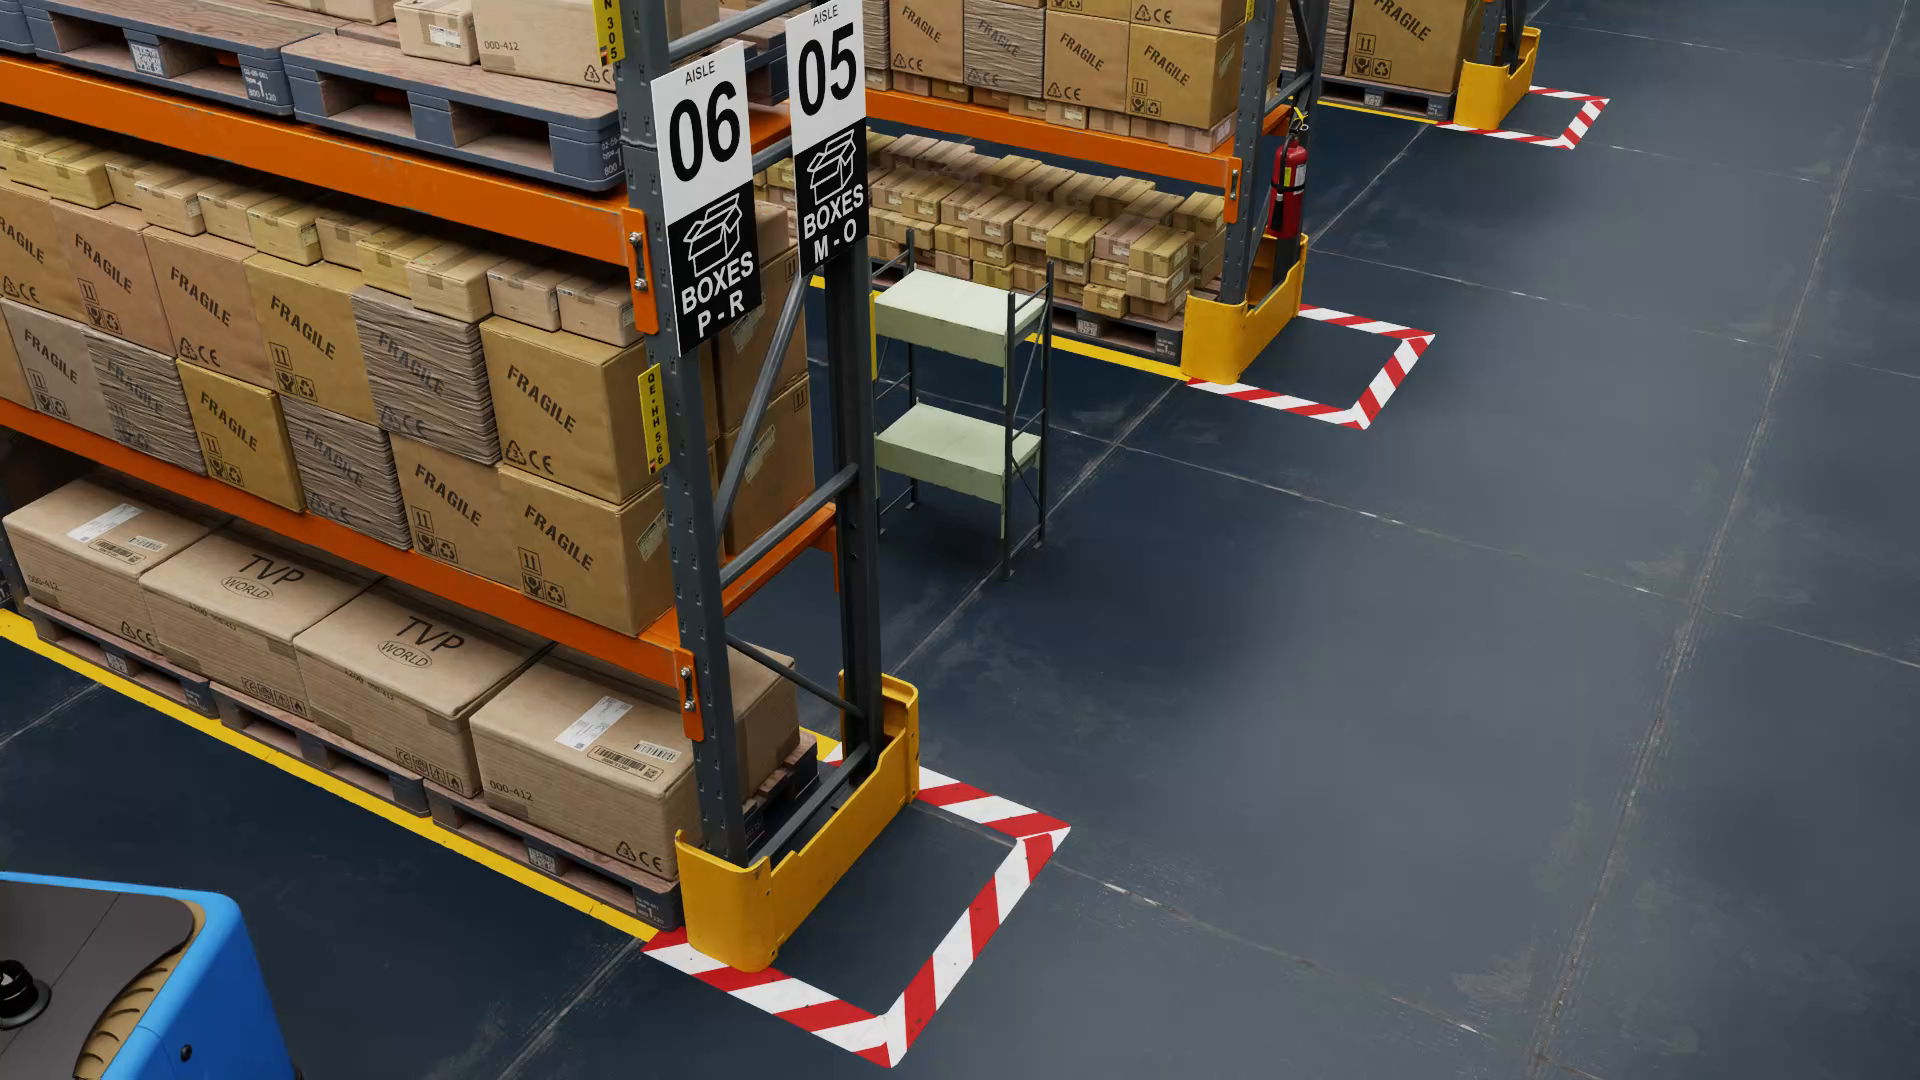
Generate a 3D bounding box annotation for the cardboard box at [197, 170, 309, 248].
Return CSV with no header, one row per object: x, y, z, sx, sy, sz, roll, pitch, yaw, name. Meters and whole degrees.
-2.364,-1.161,5.709,0.250,0.149,0.380,19,38,26,cardboard box

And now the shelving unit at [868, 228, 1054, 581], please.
-0.006,-0.626,7.837,0.755,1.500,0.431,18,37,24,shelving unit

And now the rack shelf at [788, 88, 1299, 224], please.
0.033,-2.685,10.225,4.000,0.370,1.077,18,37,24,rack shelf

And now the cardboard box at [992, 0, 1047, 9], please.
0.353,-3.301,9.240,0.500,0.500,0.500,20,38,27,cardboard box

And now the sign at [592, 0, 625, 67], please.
-0.881,-1.352,4.140,0.005,0.325,0.100,18,37,24,sign

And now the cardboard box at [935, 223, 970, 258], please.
0.048,-1.912,10.340,0.250,0.149,0.380,20,38,27,cardboard box

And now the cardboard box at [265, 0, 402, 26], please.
-1.874,-1.888,5.285,0.500,0.311,0.500,18,38,25,cardboard box

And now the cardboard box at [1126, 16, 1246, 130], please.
1.251,-2.600,9.090,0.500,0.500,0.500,18,38,25,cardboard box

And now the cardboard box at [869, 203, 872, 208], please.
-0.594,-2.155,10.704,0.250,0.149,0.380,19,38,27,cardboard box

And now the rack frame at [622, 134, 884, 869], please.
-0.599,-0.025,5.581,0.127,3.000,1.000,18,37,24,rack frame

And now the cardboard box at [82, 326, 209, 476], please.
-2.931,-0.631,6.402,0.500,0.500,0.500,18,38,25,cardboard box

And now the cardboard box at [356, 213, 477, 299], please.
-1.707,-0.933,5.367,0.250,0.149,0.380,18,38,25,cardboard box

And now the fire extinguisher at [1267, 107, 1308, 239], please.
1.759,-1.956,8.887,0.183,0.674,0.296,18,37,24,fire extinguisher

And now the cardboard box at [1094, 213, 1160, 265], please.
0.994,-1.791,9.890,0.250,0.149,0.380,18,38,25,cardboard box

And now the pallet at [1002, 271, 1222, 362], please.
1.015,-1.535,10.365,1.213,0.211,1.003,18,37,24,pallet

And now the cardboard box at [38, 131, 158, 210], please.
-3.052,-1.343,5.984,0.250,0.149,0.380,16,37,23,cardboard box

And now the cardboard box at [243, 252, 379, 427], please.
-2.032,-0.768,5.705,0.500,0.500,0.500,17,37,24,cardboard box

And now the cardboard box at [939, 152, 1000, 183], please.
0.065,-2.354,10.735,0.250,0.149,0.380,18,38,25,cardboard box

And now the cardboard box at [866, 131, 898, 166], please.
-0.618,-2.573,11.064,0.250,0.149,0.380,19,38,26,cardboard box

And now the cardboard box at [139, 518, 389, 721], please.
-2.803,0.237,7.121,0.875,0.438,0.875,16,37,23,cardboard box

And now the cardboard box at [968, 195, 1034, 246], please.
0.252,-1.950,10.128,0.250,0.149,0.380,19,38,26,cardboard box

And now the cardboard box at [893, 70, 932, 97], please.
-0.197,-2.805,9.982,0.250,0.149,0.380,19,38,26,cardboard box

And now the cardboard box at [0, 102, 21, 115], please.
-3.696,-1.578,6.336,0.250,0.149,0.380,18,38,25,cardboard box

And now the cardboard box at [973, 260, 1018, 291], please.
0.275,-1.705,10.297,0.250,0.149,0.380,16,37,22,cardboard box

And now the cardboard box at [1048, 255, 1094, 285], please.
0.717,-1.697,10.016,0.250,0.149,0.380,16,37,23,cardboard box

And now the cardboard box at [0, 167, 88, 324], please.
-3.343,-1.193,6.344,0.500,0.500,0.500,17,37,24,cardboard box

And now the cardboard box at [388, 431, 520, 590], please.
-1.578,-0.217,5.780,0.500,0.500,0.500,17,37,23,cardboard box

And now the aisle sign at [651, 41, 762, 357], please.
-0.691,-0.938,4.607,0.004,0.787,0.394,18,37,24,aisle sign

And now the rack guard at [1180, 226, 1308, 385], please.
1.703,-1.415,9.924,0.348,0.500,1.175,18,37,24,rack guard

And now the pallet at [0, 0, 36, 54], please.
-3.367,-2.107,6.081,1.213,0.211,1.003,18,37,24,pallet

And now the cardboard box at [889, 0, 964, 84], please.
-0.066,-3.021,9.722,0.500,0.500,0.500,20,38,27,cardboard box

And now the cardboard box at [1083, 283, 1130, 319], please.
0.935,-1.489,9.974,0.250,0.149,0.380,19,38,26,cardboard box

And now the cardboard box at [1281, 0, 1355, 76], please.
2.932,-4.472,13.798,0.875,0.875,0.875,18,37,24,cardboard box

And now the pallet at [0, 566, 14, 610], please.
-4.779,-0.140,8.270,1.213,0.211,1.003,18,37,24,pallet

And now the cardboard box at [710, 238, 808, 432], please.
-0.875,-0.752,5.680,0.500,0.500,0.500,17,37,23,cardboard box

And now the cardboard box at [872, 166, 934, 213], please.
-0.358,-2.221,10.535,0.250,0.149,0.380,16,37,22,cardboard box

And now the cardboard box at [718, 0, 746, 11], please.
-1.399,-3.443,10.355,0.500,0.500,0.500,17,37,24,cardboard box

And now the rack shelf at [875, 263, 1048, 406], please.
-0.006,-0.951,7.621,0.720,0.370,0.431,18,37,24,rack shelf

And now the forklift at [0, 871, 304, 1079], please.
-3.606,0.852,4.327,3.031,2.935,1.130,4,34,6,forklift

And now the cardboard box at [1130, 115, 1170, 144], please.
1.148,-2.370,9.330,0.250,0.149,0.380,18,37,24,cardboard box

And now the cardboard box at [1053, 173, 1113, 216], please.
0.772,-2.155,10.437,0.250,0.149,0.380,16,37,22,cardboard box

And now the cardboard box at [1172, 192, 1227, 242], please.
1.483,-1.978,10.171,0.250,0.149,0.380,16,37,22,cardboard box

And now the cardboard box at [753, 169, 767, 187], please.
-1.298,-2.472,10.912,0.250,0.149,0.380,20,38,27,cardboard box

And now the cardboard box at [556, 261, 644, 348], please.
-1.010,-0.755,5.100,0.250,0.149,0.380,18,38,25,cardboard box

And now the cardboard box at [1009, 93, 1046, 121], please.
0.476,-2.578,9.641,0.250,0.149,0.380,16,37,22,cardboard box

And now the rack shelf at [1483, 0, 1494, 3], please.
2.581,-5.044,13.768,4.000,0.370,1.077,18,37,24,rack shelf

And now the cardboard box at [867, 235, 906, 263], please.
-0.400,-1.931,10.637,0.250,0.149,0.380,17,37,23,cardboard box

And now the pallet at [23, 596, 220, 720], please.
-3.451,0.282,7.635,1.213,0.211,1.003,18,37,24,pallet
